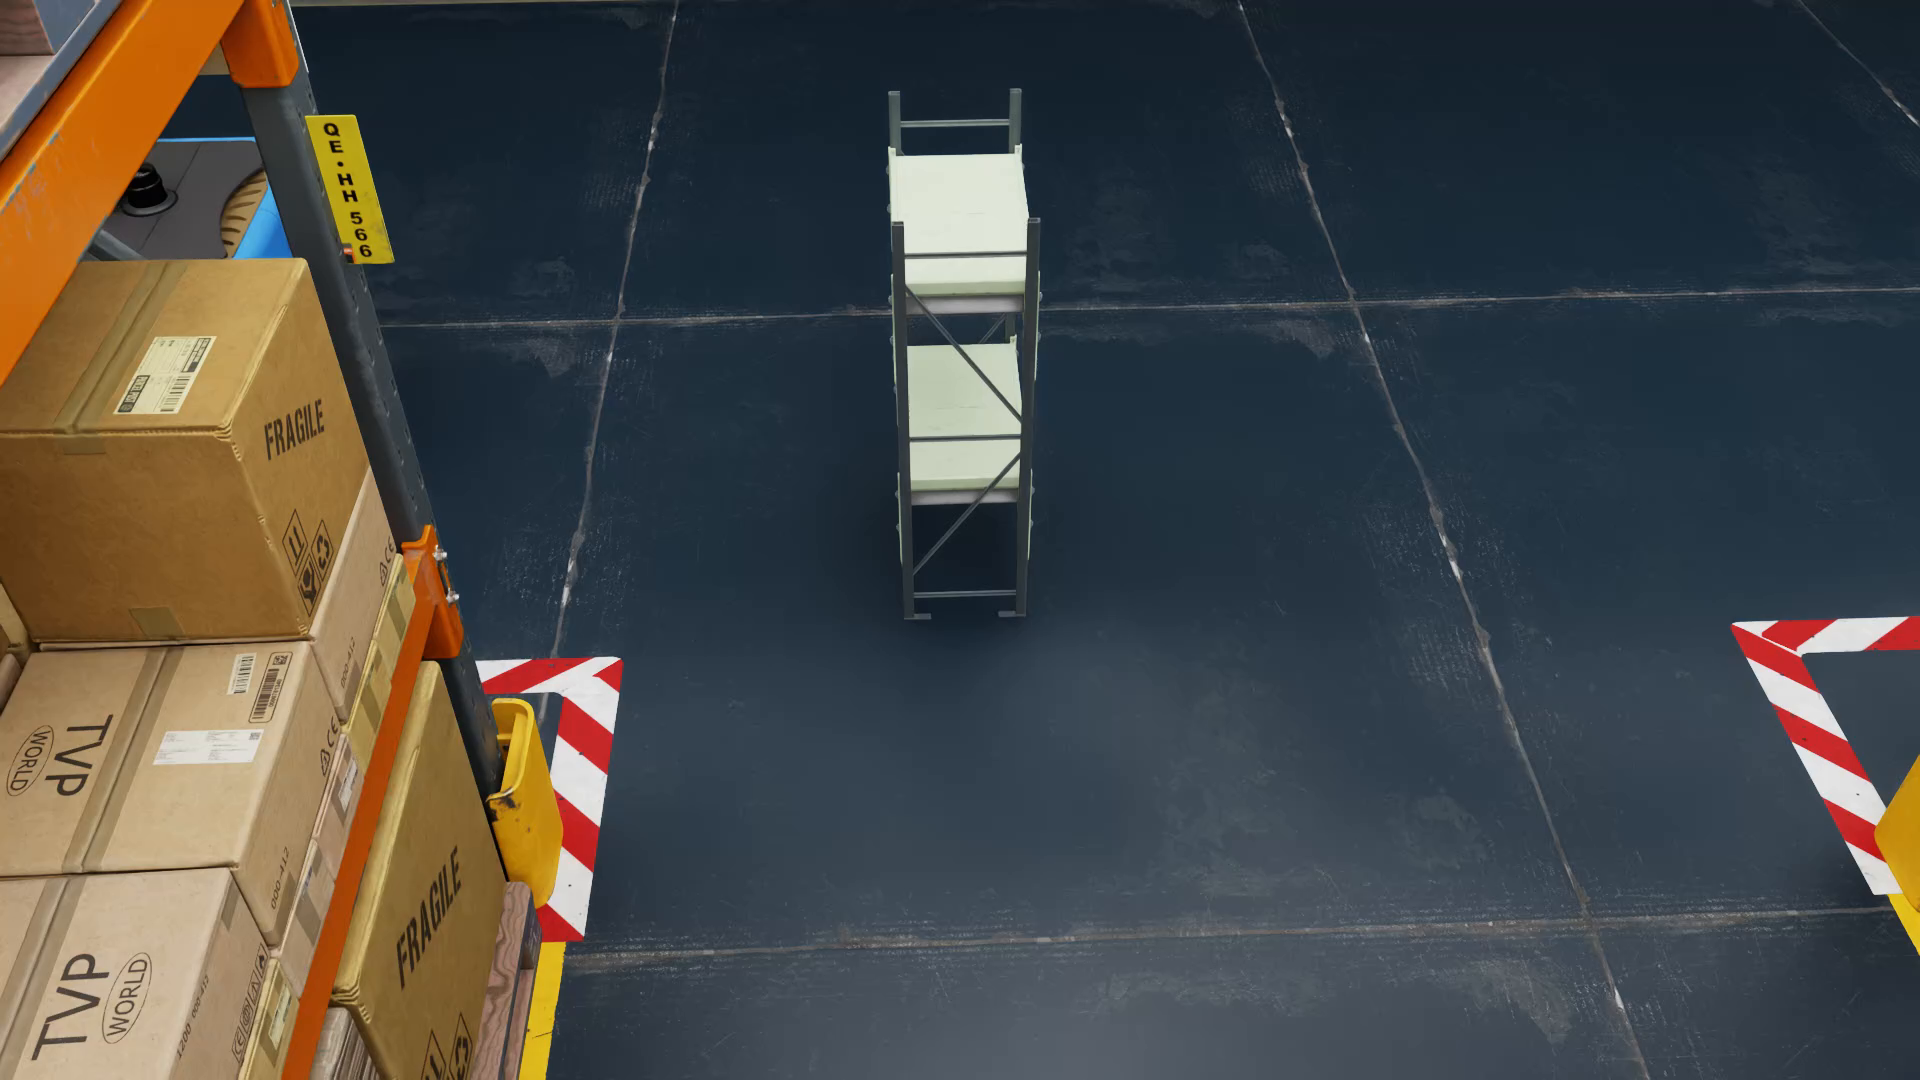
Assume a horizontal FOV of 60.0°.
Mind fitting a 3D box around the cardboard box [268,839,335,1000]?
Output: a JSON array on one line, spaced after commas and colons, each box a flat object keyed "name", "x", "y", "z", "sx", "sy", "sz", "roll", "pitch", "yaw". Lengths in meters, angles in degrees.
[{"name": "cardboard box", "x": -1.355, "y": 0.681, "z": 2.973, "sx": 0.380, "sy": 0.149, "sz": 0.250, "roll": -1, "pitch": 43, "yaw": -1}]

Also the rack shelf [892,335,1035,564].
[{"name": "rack shelf", "x": 0.000, "y": -0.308, "z": 5.459, "sx": 0.431, "sy": 0.370, "sz": 0.720, "roll": -2, "pitch": 43, "yaw": -2}]

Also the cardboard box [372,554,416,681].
[{"name": "cardboard box", "x": -1.387, "y": 0.166, "z": 3.534, "sx": 0.380, "sy": 0.149, "sz": 0.250, "roll": -1, "pitch": 43, "yaw": -1}]

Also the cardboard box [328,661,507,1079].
[{"name": "cardboard box", "x": -1.624, "y": 0.901, "z": 3.809, "sx": 0.875, "sy": 0.875, "sz": 0.875, "roll": -2, "pitch": 43, "yaw": -2}]

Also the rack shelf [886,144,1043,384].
[{"name": "rack shelf", "x": 0.000, "y": -0.836, "z": 4.975, "sx": 0.431, "sy": 0.370, "sz": 0.720, "roll": -2, "pitch": 43, "yaw": -2}]

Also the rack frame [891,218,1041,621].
[{"name": "rack frame", "x": 0.016, "y": -0.301, "z": 4.969, "sx": 0.400, "sy": 1.500, "sz": 0.023, "roll": -2, "pitch": 43, "yaw": -2}]

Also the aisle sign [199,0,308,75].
[{"name": "aisle sign", "x": -1.434, "y": -1.173, "z": 2.885, "sx": 0.394, "sy": 0.787, "sz": 0.004, "roll": -2, "pitch": 43, "yaw": -2}]

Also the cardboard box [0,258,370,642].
[{"name": "cardboard box", "x": -1.448, "y": -0.167, "z": 3.048, "sx": 0.500, "sy": 0.500, "sz": 0.500, "roll": -1, "pitch": 43, "yaw": -1}]

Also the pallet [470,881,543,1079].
[{"name": "pallet", "x": -1.619, "y": 1.408, "z": 4.057, "sx": 1.003, "sy": 0.211, "sz": 1.213, "roll": -2, "pitch": 43, "yaw": -2}]

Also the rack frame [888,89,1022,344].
[{"name": "rack frame", "x": -0.015, "y": -0.795, "z": 5.508, "sx": 0.400, "sy": 1.500, "sz": 0.023, "roll": -2, "pitch": 43, "yaw": -2}]

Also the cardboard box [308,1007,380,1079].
[{"name": "cardboard box", "x": -1.585, "y": 1.515, "z": 3.138, "sx": 0.875, "sy": 0.875, "sz": 0.875, "roll": -2, "pitch": 43, "yaw": -2}]

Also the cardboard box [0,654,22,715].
[{"name": "cardboard box", "x": -1.952, "y": 0.471, "z": 2.907, "sx": 0.500, "sy": 0.250, "sz": 0.500, "roll": -2, "pitch": 43, "yaw": -2}]

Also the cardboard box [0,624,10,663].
[{"name": "cardboard box", "x": -1.959, "y": 0.181, "z": 2.668, "sx": 0.500, "sy": 0.500, "sz": 0.500, "roll": -3, "pitch": 43, "yaw": -3}]

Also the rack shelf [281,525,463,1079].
[{"name": "rack shelf", "x": -1.646, "y": 1.458, "z": 2.472, "sx": 1.077, "sy": 0.370, "sz": 4.000, "roll": -2, "pitch": 43, "yaw": -2}]

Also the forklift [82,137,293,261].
[{"name": "forklift", "x": -3.689, "y": -1.303, "z": 5.002, "sx": 3.031, "sy": 2.935, "sz": 1.130, "roll": -2, "pitch": 43, "yaw": -2}]

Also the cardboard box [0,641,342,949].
[{"name": "cardboard box", "x": -1.424, "y": 0.451, "z": 2.929, "sx": 0.500, "sy": 0.250, "sz": 0.500, "roll": -2, "pitch": 43, "yaw": -3}]

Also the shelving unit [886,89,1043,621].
[{"name": "shelving unit", "x": 0.000, "y": -0.548, "z": 5.238, "sx": 0.431, "sy": 1.500, "sz": 0.755, "roll": -2, "pitch": 43, "yaw": -2}]

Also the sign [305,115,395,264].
[{"name": "sign", "x": -1.188, "y": -0.677, "z": 3.237, "sx": 0.100, "sy": 0.325, "sz": 0.005, "roll": -2, "pitch": 43, "yaw": -2}]

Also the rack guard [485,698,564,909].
[{"name": "rack guard", "x": -1.732, "y": 0.748, "z": 4.564, "sx": 1.175, "sy": 0.500, "sz": 0.348, "roll": -2, "pitch": 43, "yaw": -2}]

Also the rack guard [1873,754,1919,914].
[{"name": "rack guard", "x": 3.232, "y": 0.742, "z": 4.571, "sx": 1.175, "sy": 0.500, "sz": 0.348, "roll": -2, "pitch": 43, "yaw": -2}]

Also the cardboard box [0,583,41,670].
[{"name": "cardboard box", "x": -1.980, "y": 0.120, "z": 3.290, "sx": 0.500, "sy": 0.250, "sz": 0.500, "roll": -3, "pitch": 43, "yaw": -3}]

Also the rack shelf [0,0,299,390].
[{"name": "rack shelf", "x": -1.646, "y": 0.353, "z": 1.458, "sx": 1.077, "sy": 0.370, "sz": 4.000, "roll": -2, "pitch": 43, "yaw": -2}]

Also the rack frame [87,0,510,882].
[{"name": "rack frame", "x": -1.731, "y": -0.157, "z": 3.702, "sx": 1.000, "sy": 3.000, "sz": 0.127, "roll": -2, "pitch": 43, "yaw": -2}]

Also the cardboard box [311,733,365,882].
[{"name": "cardboard box", "x": -1.365, "y": 0.512, "z": 3.157, "sx": 0.380, "sy": 0.149, "sz": 0.250, "roll": -2, "pitch": 43, "yaw": -2}]

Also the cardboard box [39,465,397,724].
[{"name": "cardboard box", "x": -1.445, "y": 0.108, "z": 3.303, "sx": 0.500, "sy": 0.250, "sz": 0.500, "roll": -2, "pitch": 43, "yaw": -2}]

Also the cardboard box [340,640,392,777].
[{"name": "cardboard box", "x": -1.374, "y": 0.342, "z": 3.343, "sx": 0.380, "sy": 0.149, "sz": 0.250, "roll": -1, "pitch": 43, "yaw": -1}]

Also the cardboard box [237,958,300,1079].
[{"name": "cardboard box", "x": -1.342, "y": 0.856, "z": 2.782, "sx": 0.380, "sy": 0.149, "sz": 0.250, "roll": -3, "pitch": 43, "yaw": -3}]

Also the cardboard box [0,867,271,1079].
[{"name": "cardboard box", "x": -1.403, "y": 0.794, "z": 2.555, "sx": 0.500, "sy": 0.250, "sz": 0.500, "roll": -3, "pitch": 43, "yaw": -3}]
